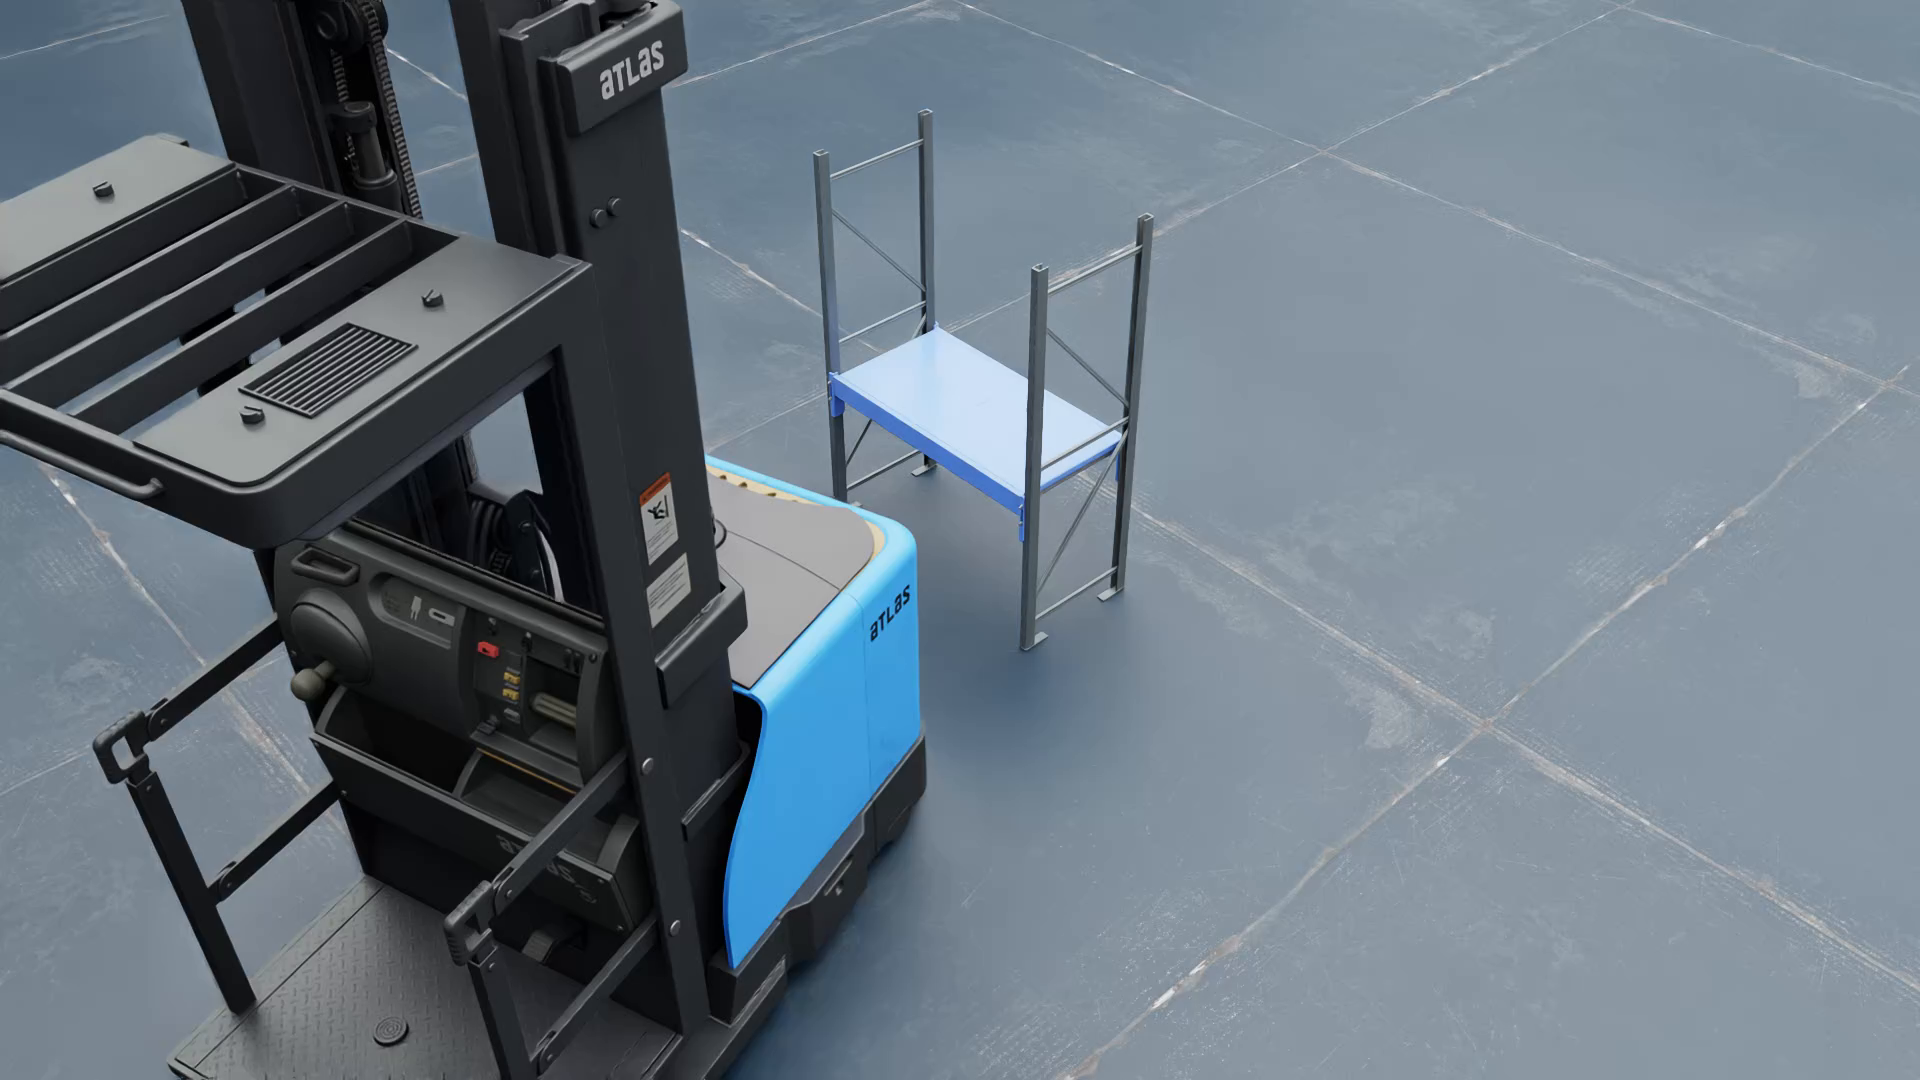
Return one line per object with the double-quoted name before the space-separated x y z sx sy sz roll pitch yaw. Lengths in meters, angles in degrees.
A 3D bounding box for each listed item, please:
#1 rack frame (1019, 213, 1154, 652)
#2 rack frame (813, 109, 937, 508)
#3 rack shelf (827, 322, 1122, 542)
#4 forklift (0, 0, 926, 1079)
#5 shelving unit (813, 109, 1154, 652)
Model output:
"rack frame" 0.402 -0.309 5.439 0.500 1.500 0.032 -30 48 -32
"rack frame" -0.286 -0.779 6.021 0.500 1.500 0.032 -30 48 -32
"rack shelf" 0.058 -0.404 5.843 0.538 0.185 1.000 -30 48 -32
"forklift" -1.259 0.323 3.517 1.130 2.935 3.031 19 43 22
"shelving unit" 0.058 -0.544 5.730 0.538 1.500 1.048 -30 48 -32
